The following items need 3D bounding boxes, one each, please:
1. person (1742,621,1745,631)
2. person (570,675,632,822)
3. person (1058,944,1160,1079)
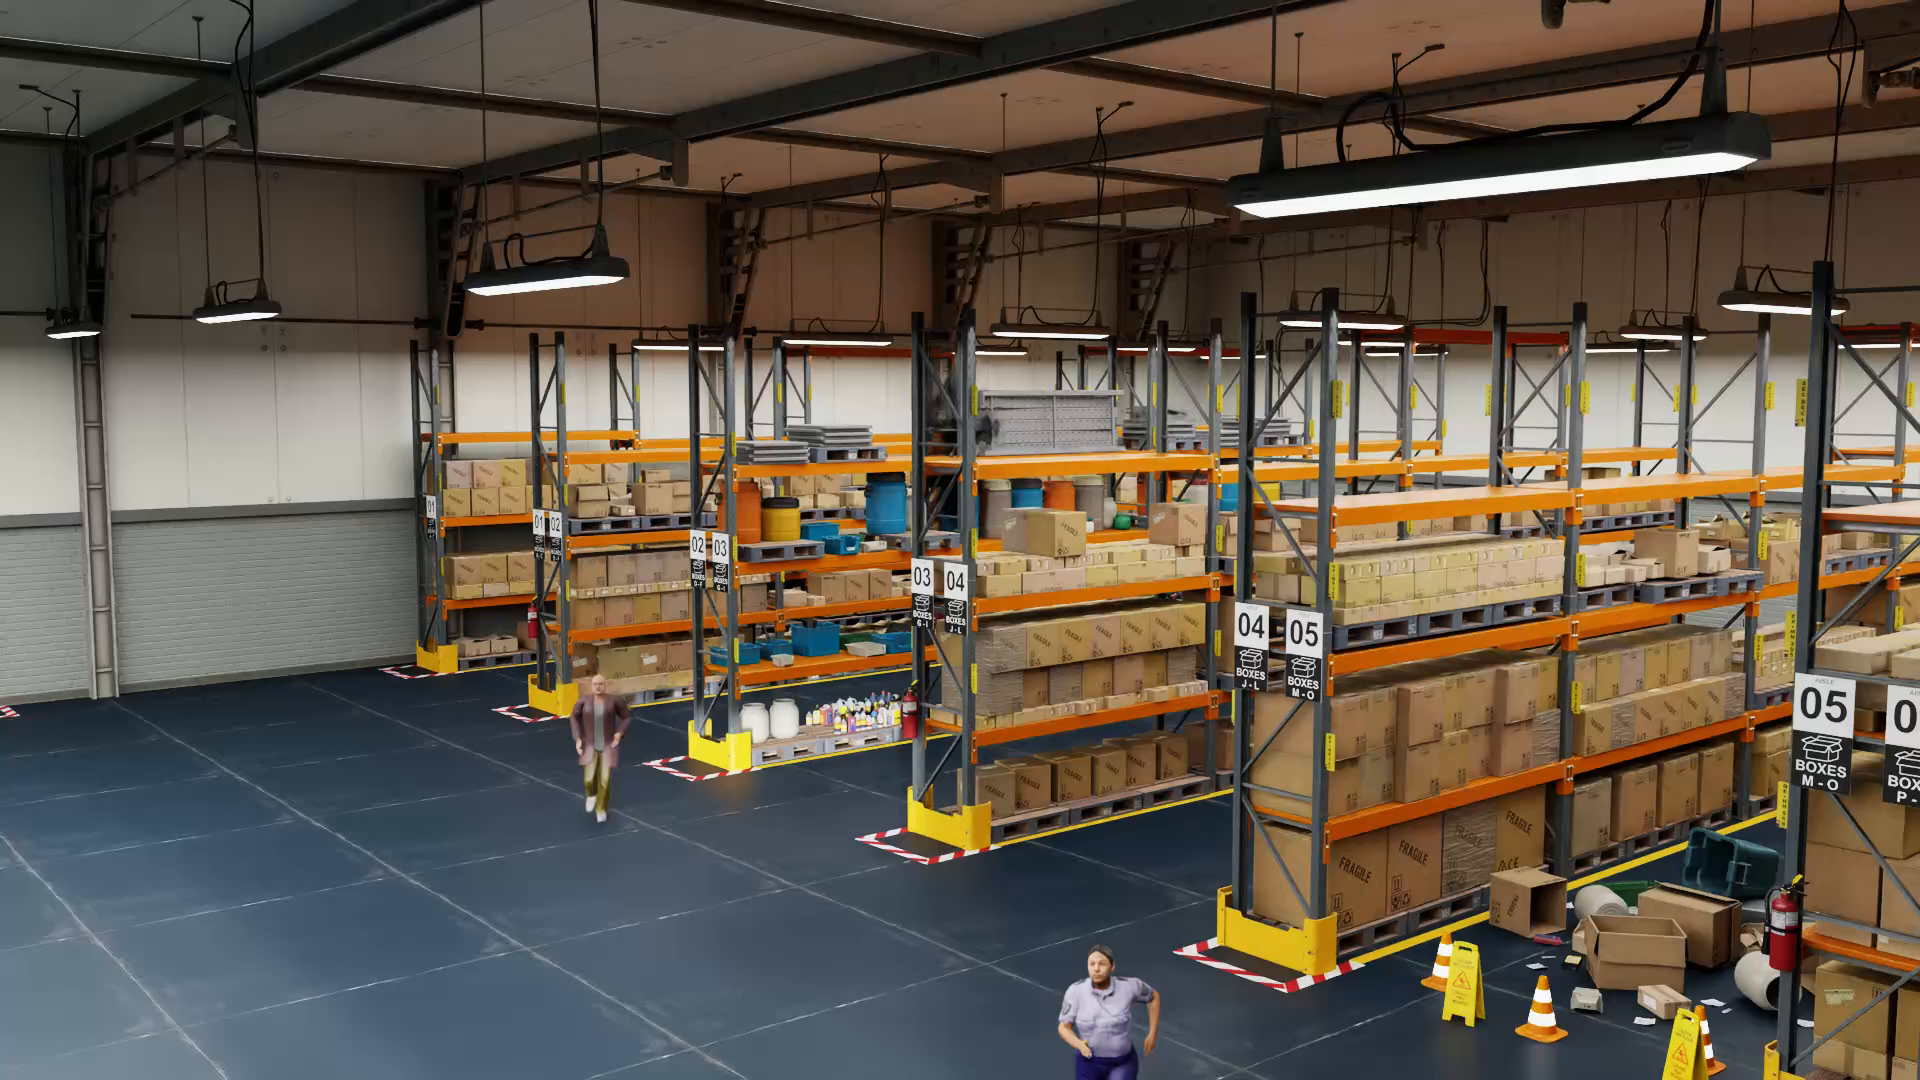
[{"bbox_3d":[11.553,2.073,24.493,0.752,1.729,0.624,-5,7,-42],"label":"person"},{"bbox_3d":[-4.282,2.463,19.841,0.727,1.742,0.633,-1,5,-10],"label":"person"},{"bbox_3d":[0.938,3.370,10.610,0.606,1.635,0.834,1,5,13],"label":"person"}]
